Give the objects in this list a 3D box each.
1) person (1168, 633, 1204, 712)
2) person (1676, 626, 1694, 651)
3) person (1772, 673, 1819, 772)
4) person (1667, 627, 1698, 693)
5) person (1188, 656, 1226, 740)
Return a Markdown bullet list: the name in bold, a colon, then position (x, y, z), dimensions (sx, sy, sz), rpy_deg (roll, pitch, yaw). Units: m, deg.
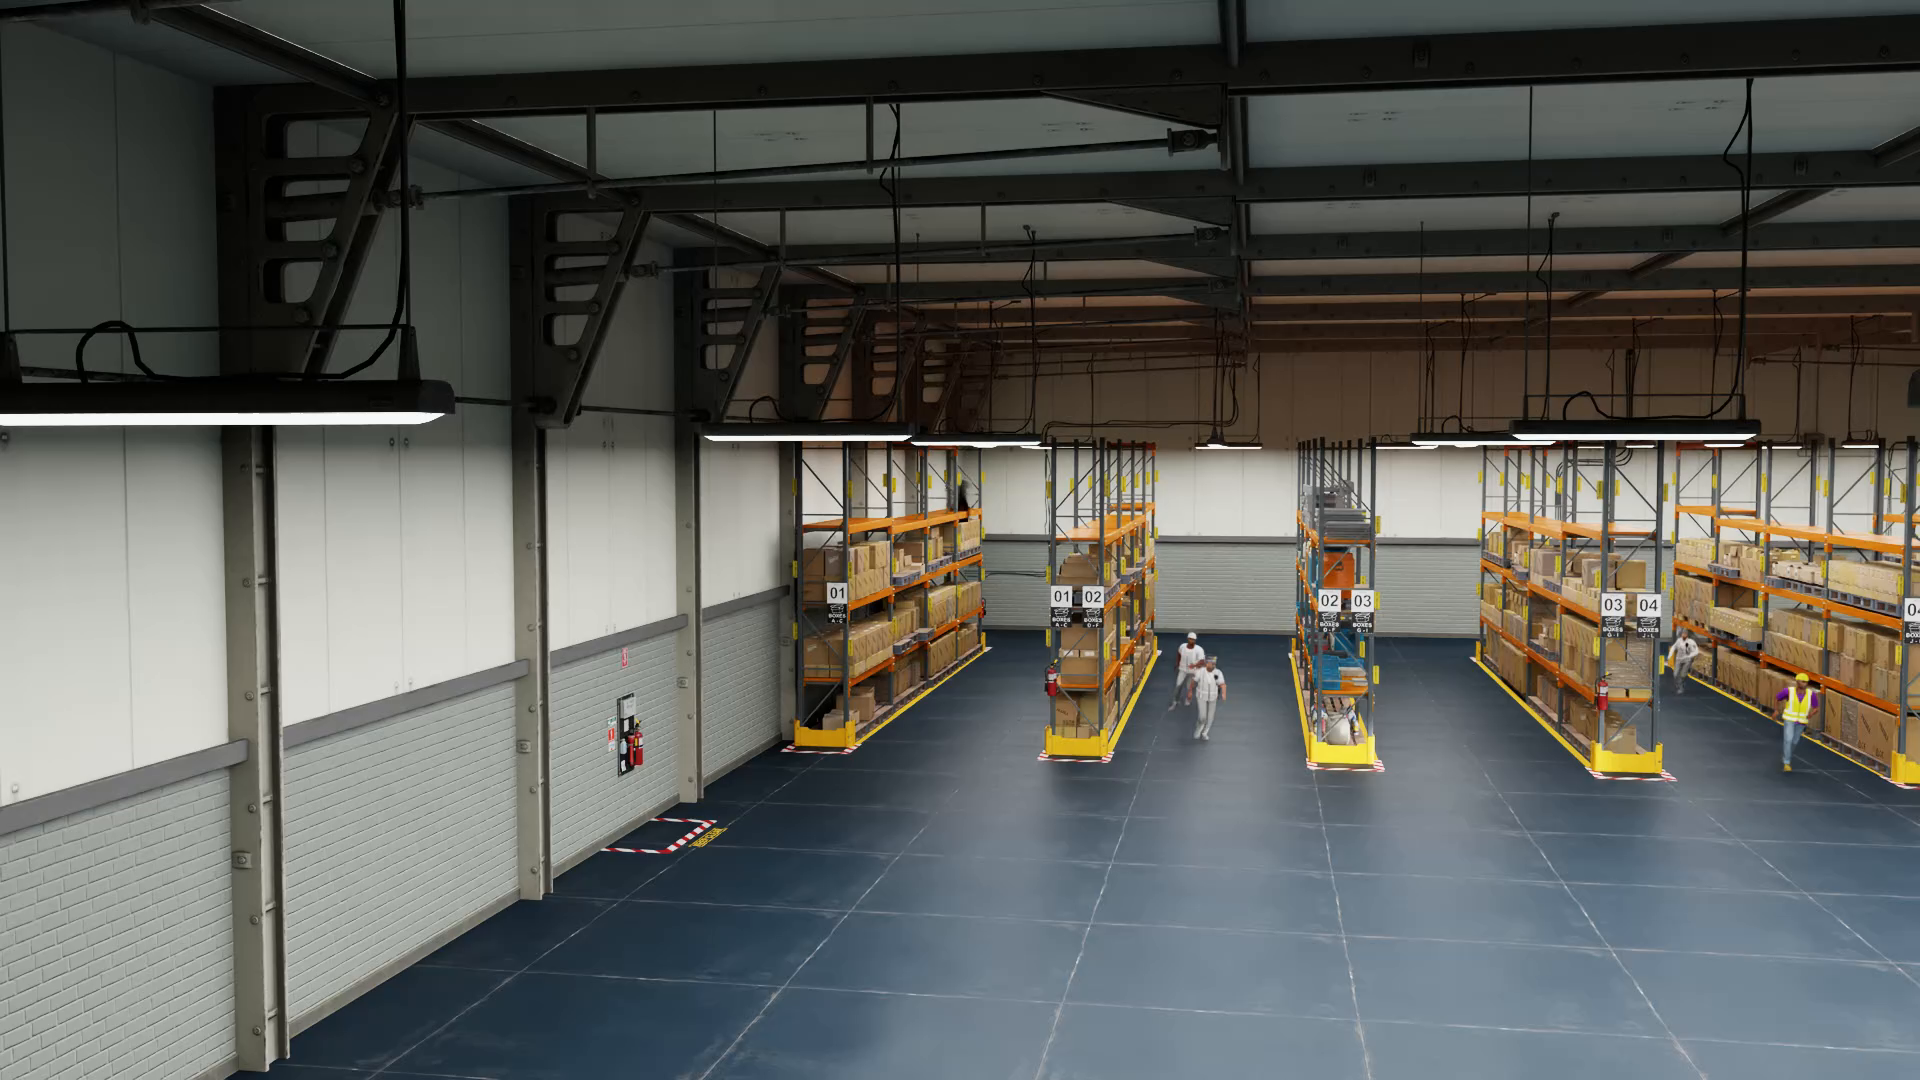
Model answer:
- **person**: position (5.030, 2.895, 36.679), dimensions (0.745, 1.737, 0.835), rpy_deg (1, 3, 19)
- **person**: position (20.122, 2.436, 45.983), dimensions (0.694, 1.796, 0.643), rpy_deg (-1, 3, -15)
- **person**: position (14.973, 3.236, 29.785), dimensions (0.751, 1.706, 1.023), rpy_deg (1, 3, 12)
- **person**: position (17.201, 2.859, 39.508), dimensions (0.692, 1.605, 0.507), rpy_deg (2, 4, 39)
- **person**: position (4.905, 3.124, 32.796), dimensions (0.661, 1.694, 0.805), rpy_deg (0, 3, -6)
